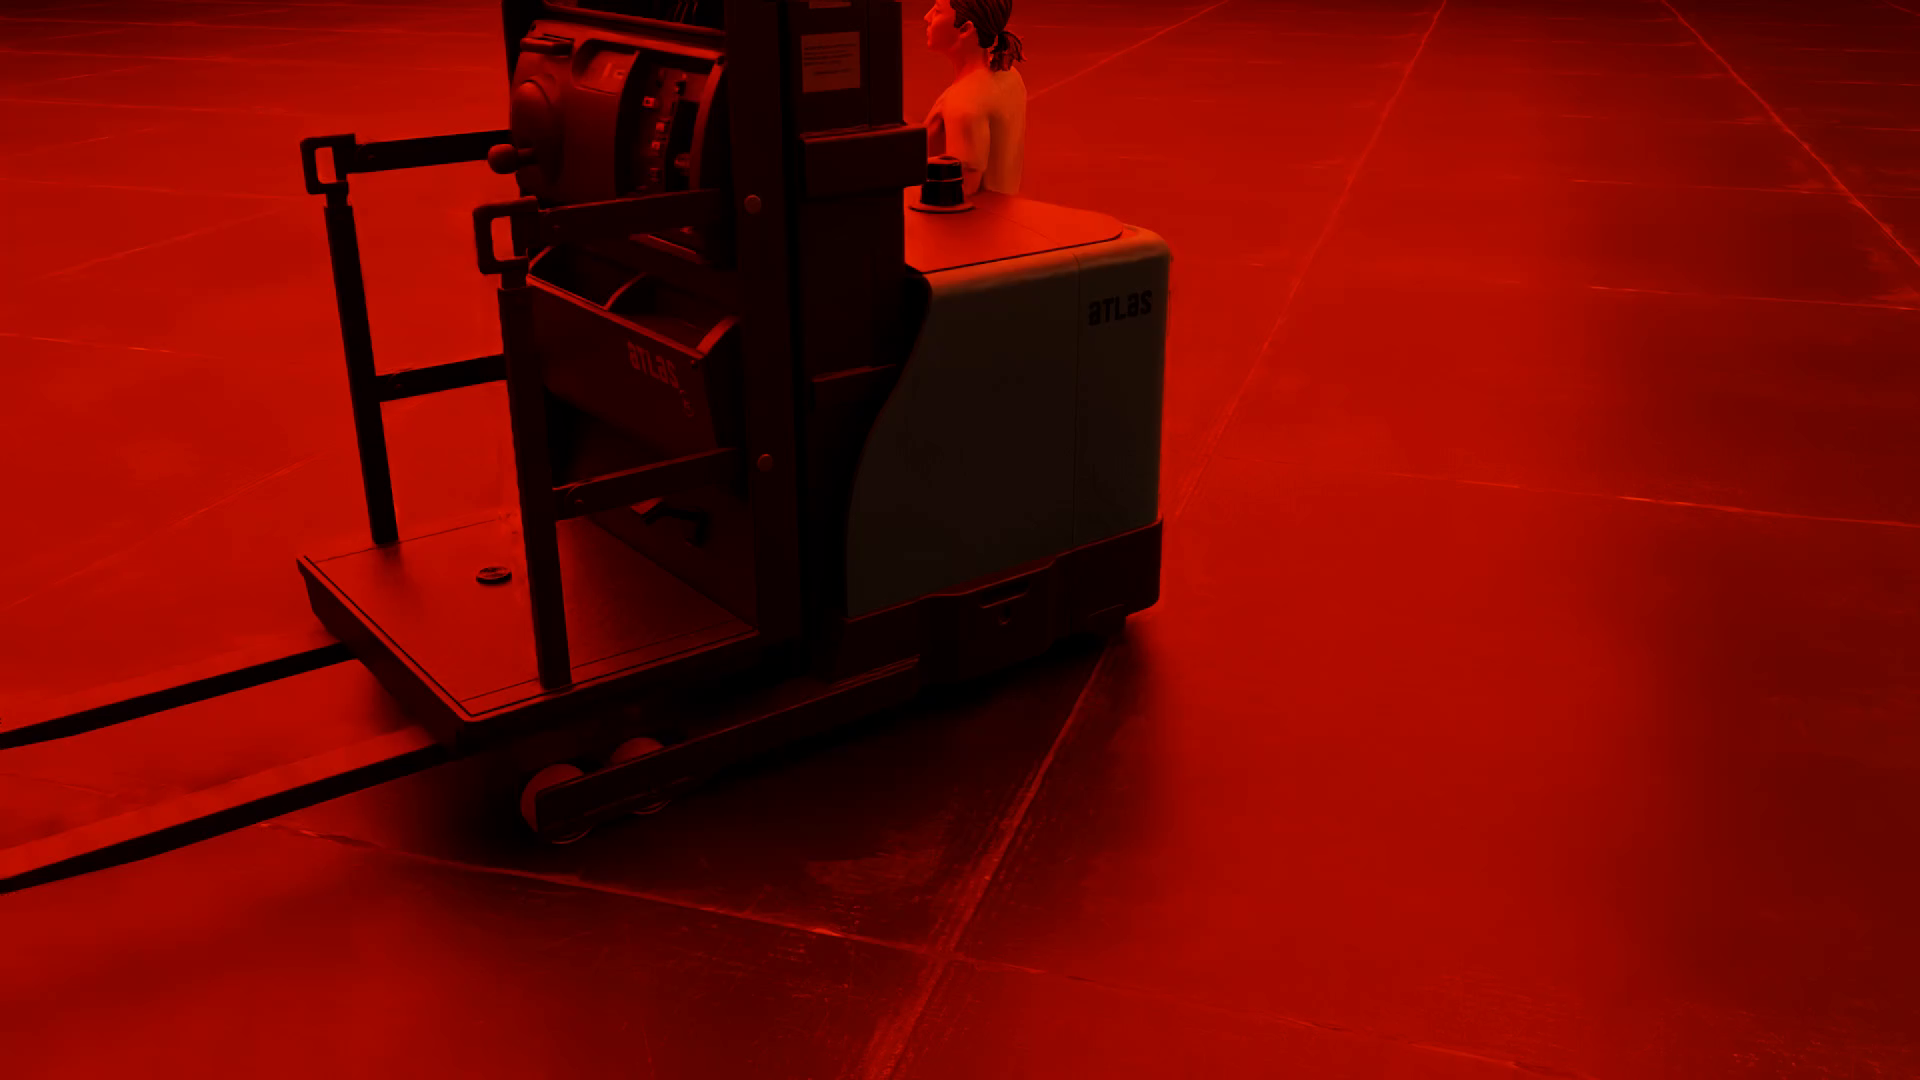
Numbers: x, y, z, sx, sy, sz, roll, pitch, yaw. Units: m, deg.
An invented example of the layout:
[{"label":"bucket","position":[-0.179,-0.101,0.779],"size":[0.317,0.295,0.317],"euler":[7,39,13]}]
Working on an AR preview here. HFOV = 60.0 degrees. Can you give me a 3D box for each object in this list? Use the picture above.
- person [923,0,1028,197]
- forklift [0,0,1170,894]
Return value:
[{"label":"person","position":[-0.067,-0.794,4.829],"size":[0.548,1.673,0.553],"euler":[7,23,16]},{"label":"forklift","position":[-0.932,-0.934,3.541],"size":[3.031,2.935,1.130],"euler":[-16,28,-34]}]
